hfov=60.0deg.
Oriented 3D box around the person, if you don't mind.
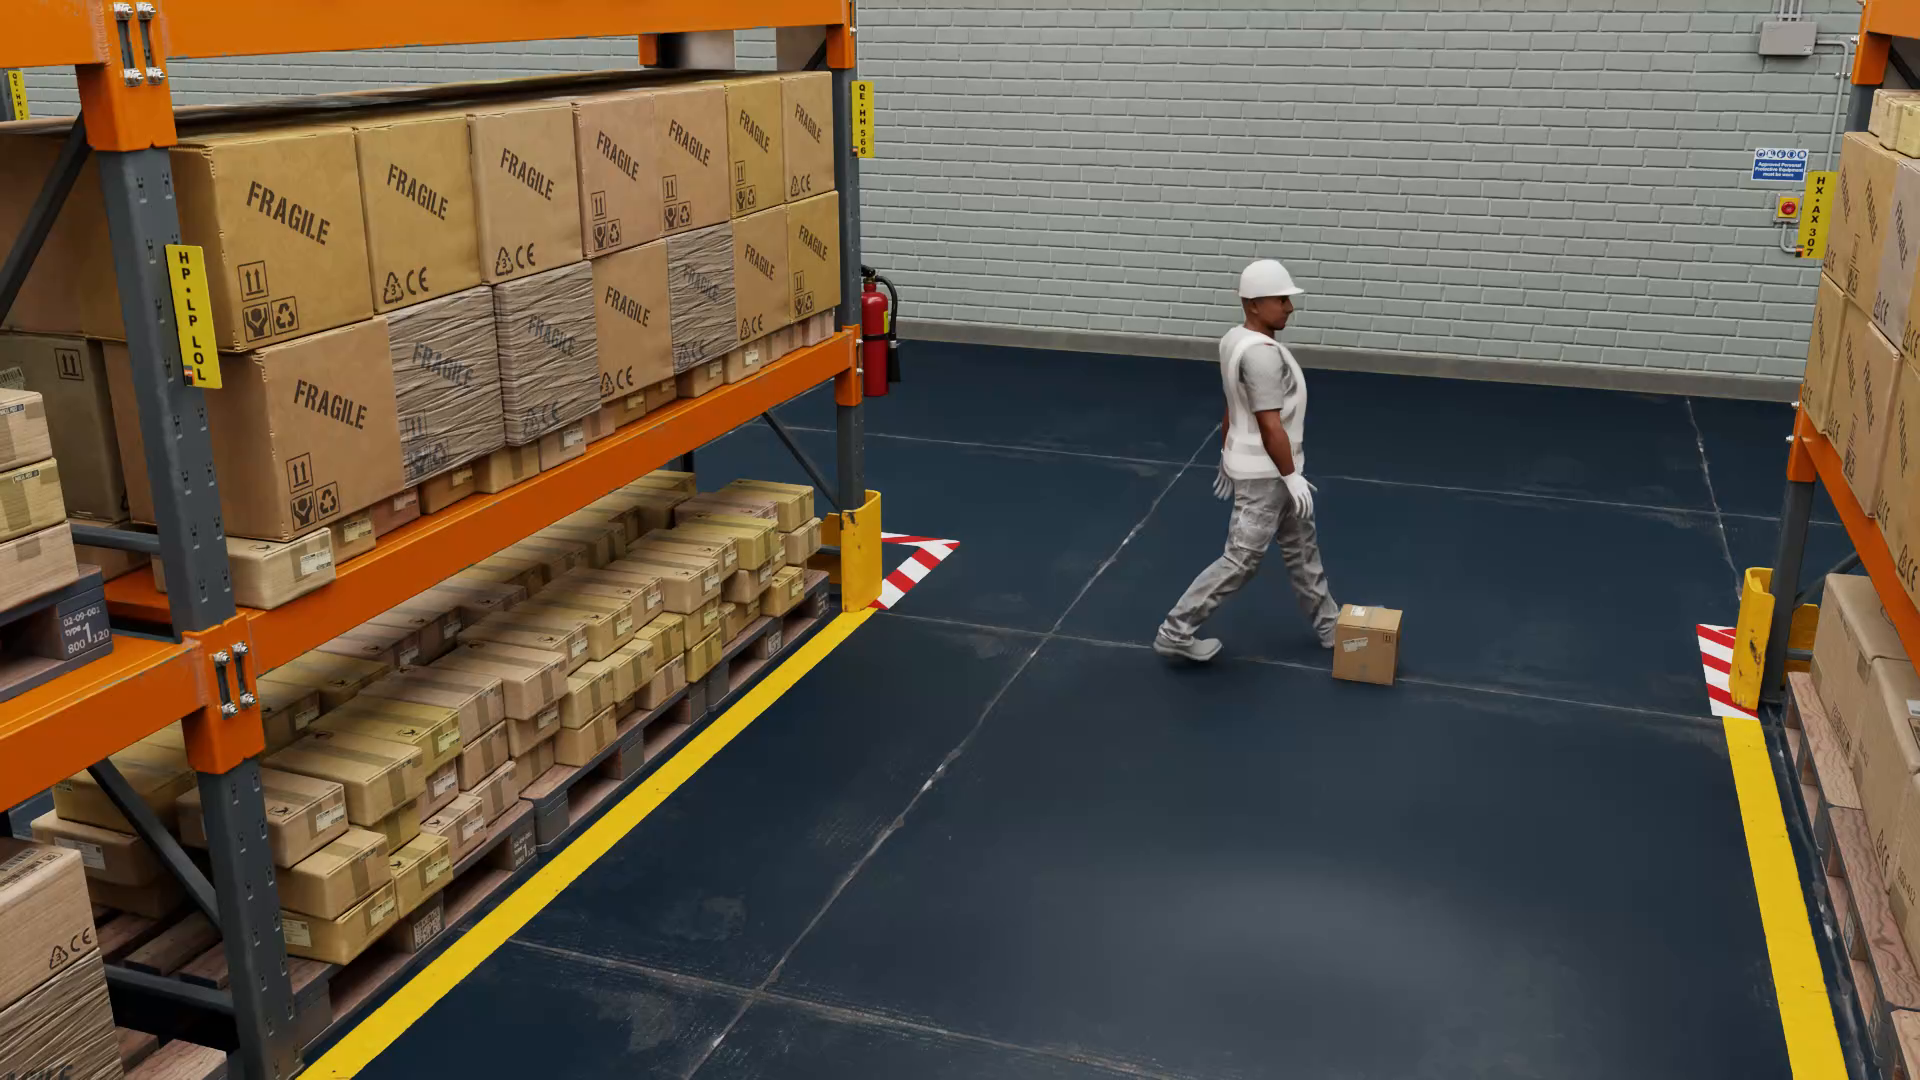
[{"bbox_3d":[1.367,-0.309,7.033,1.049,1.735,0.584,1,19,4],"label":"person"}]
